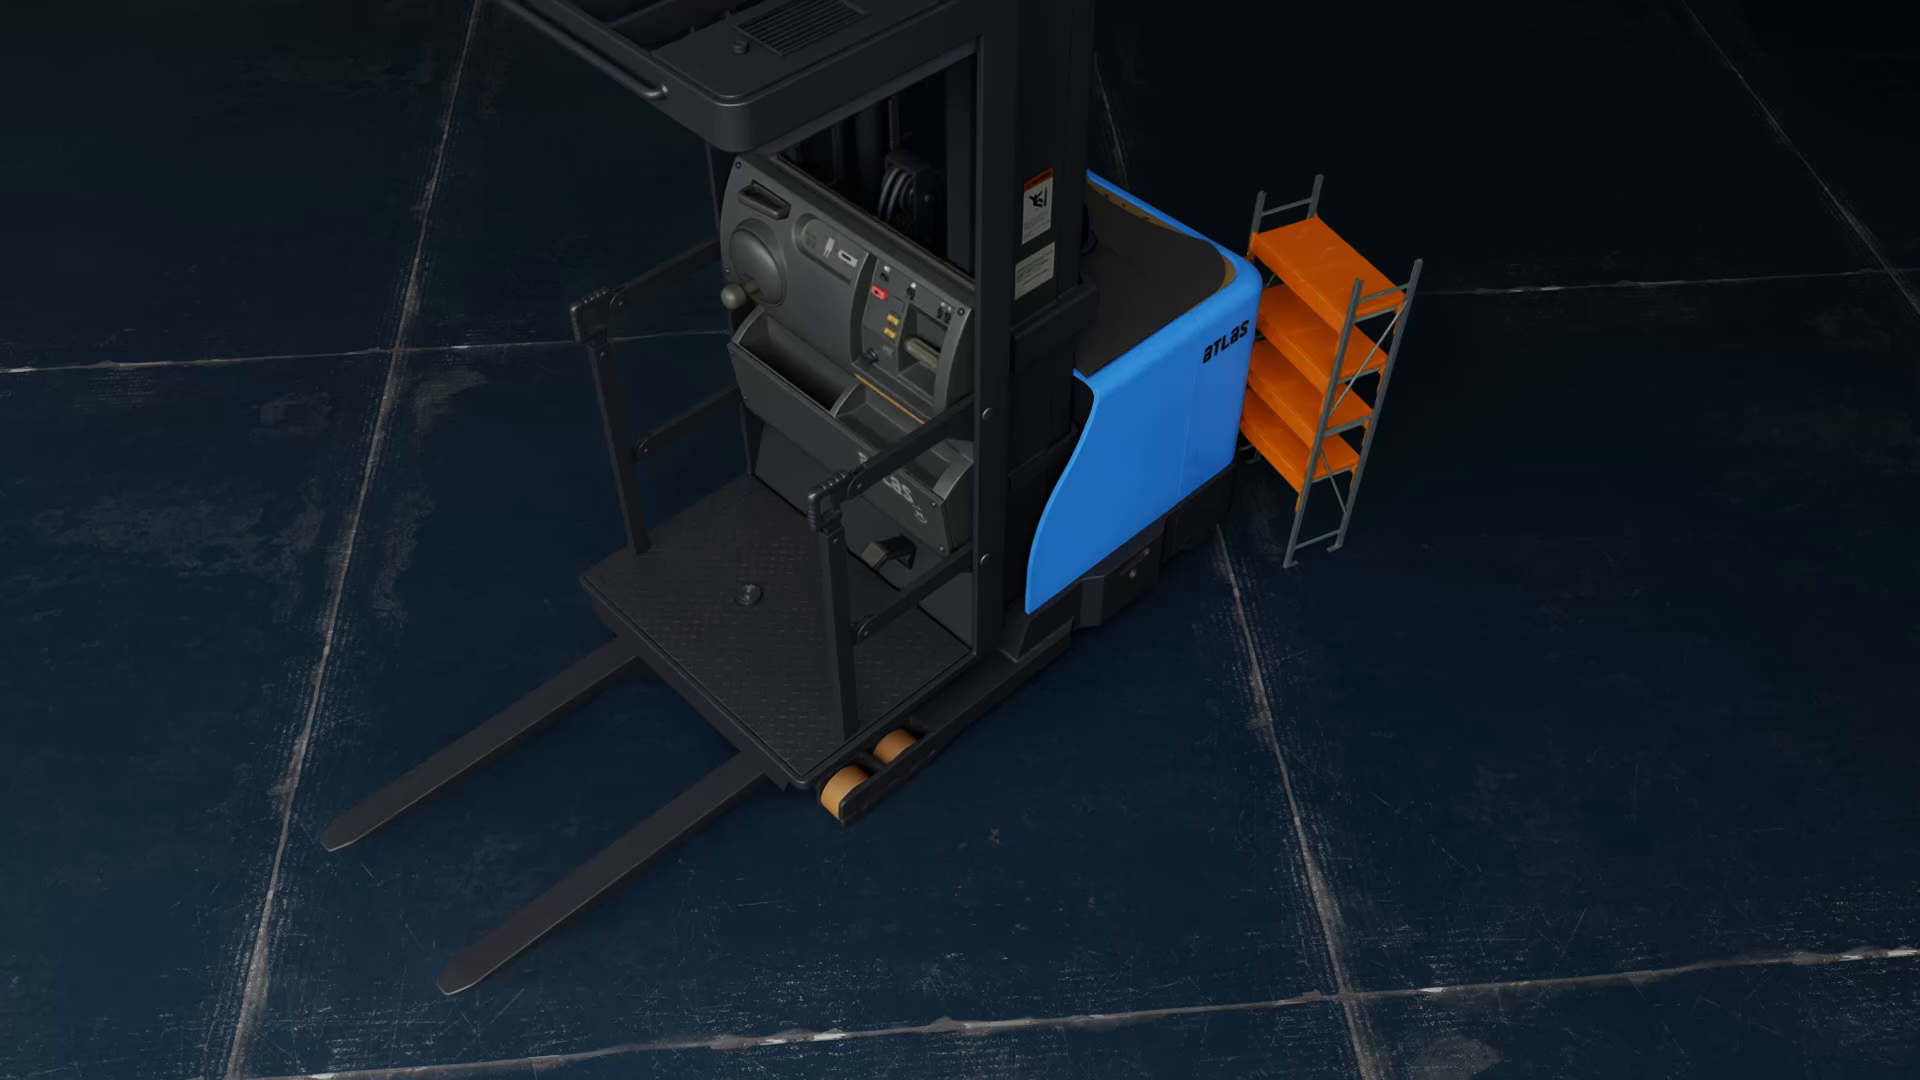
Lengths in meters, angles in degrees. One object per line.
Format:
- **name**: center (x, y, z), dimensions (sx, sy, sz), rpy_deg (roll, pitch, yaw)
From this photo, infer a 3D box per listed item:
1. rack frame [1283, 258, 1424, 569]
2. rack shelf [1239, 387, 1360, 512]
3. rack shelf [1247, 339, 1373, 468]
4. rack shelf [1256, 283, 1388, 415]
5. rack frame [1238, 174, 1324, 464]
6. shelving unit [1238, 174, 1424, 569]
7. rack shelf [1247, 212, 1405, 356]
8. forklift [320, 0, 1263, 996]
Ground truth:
- **rack frame**: center (1.227, -0.364, 5.261), dimensions (0.240, 1.200, 0.015), rpy_deg (-19, 50, -20)
- **rack shelf**: center (1.104, -0.335, 5.599), dimensions (0.258, 0.148, 0.480), rpy_deg (-19, 50, -20)
- **rack shelf**: center (1.111, -0.474, 5.458), dimensions (0.258, 0.148, 0.480), rpy_deg (-19, 50, -20)
- **rack shelf**: center (1.120, -0.631, 5.298), dimensions (0.258, 0.148, 0.480), rpy_deg (-19, 50, -20)
- **rack frame**: center (1.000, -0.678, 5.558), dimensions (0.240, 1.200, 0.015), rpy_deg (-19, 50, -20)
- **shelving unit**: center (1.114, -0.521, 5.410), dimensions (0.258, 1.200, 0.503), rpy_deg (-19, 50, -20)
- **rack shelf**: center (1.128, -0.797, 5.130), dimensions (0.258, 0.148, 0.480), rpy_deg (-19, 50, -20)
- **forklift**: center (-0.471, -0.604, 4.303), dimensions (3.031, 2.935, 1.130), rpy_deg (-35, 56, -28)
